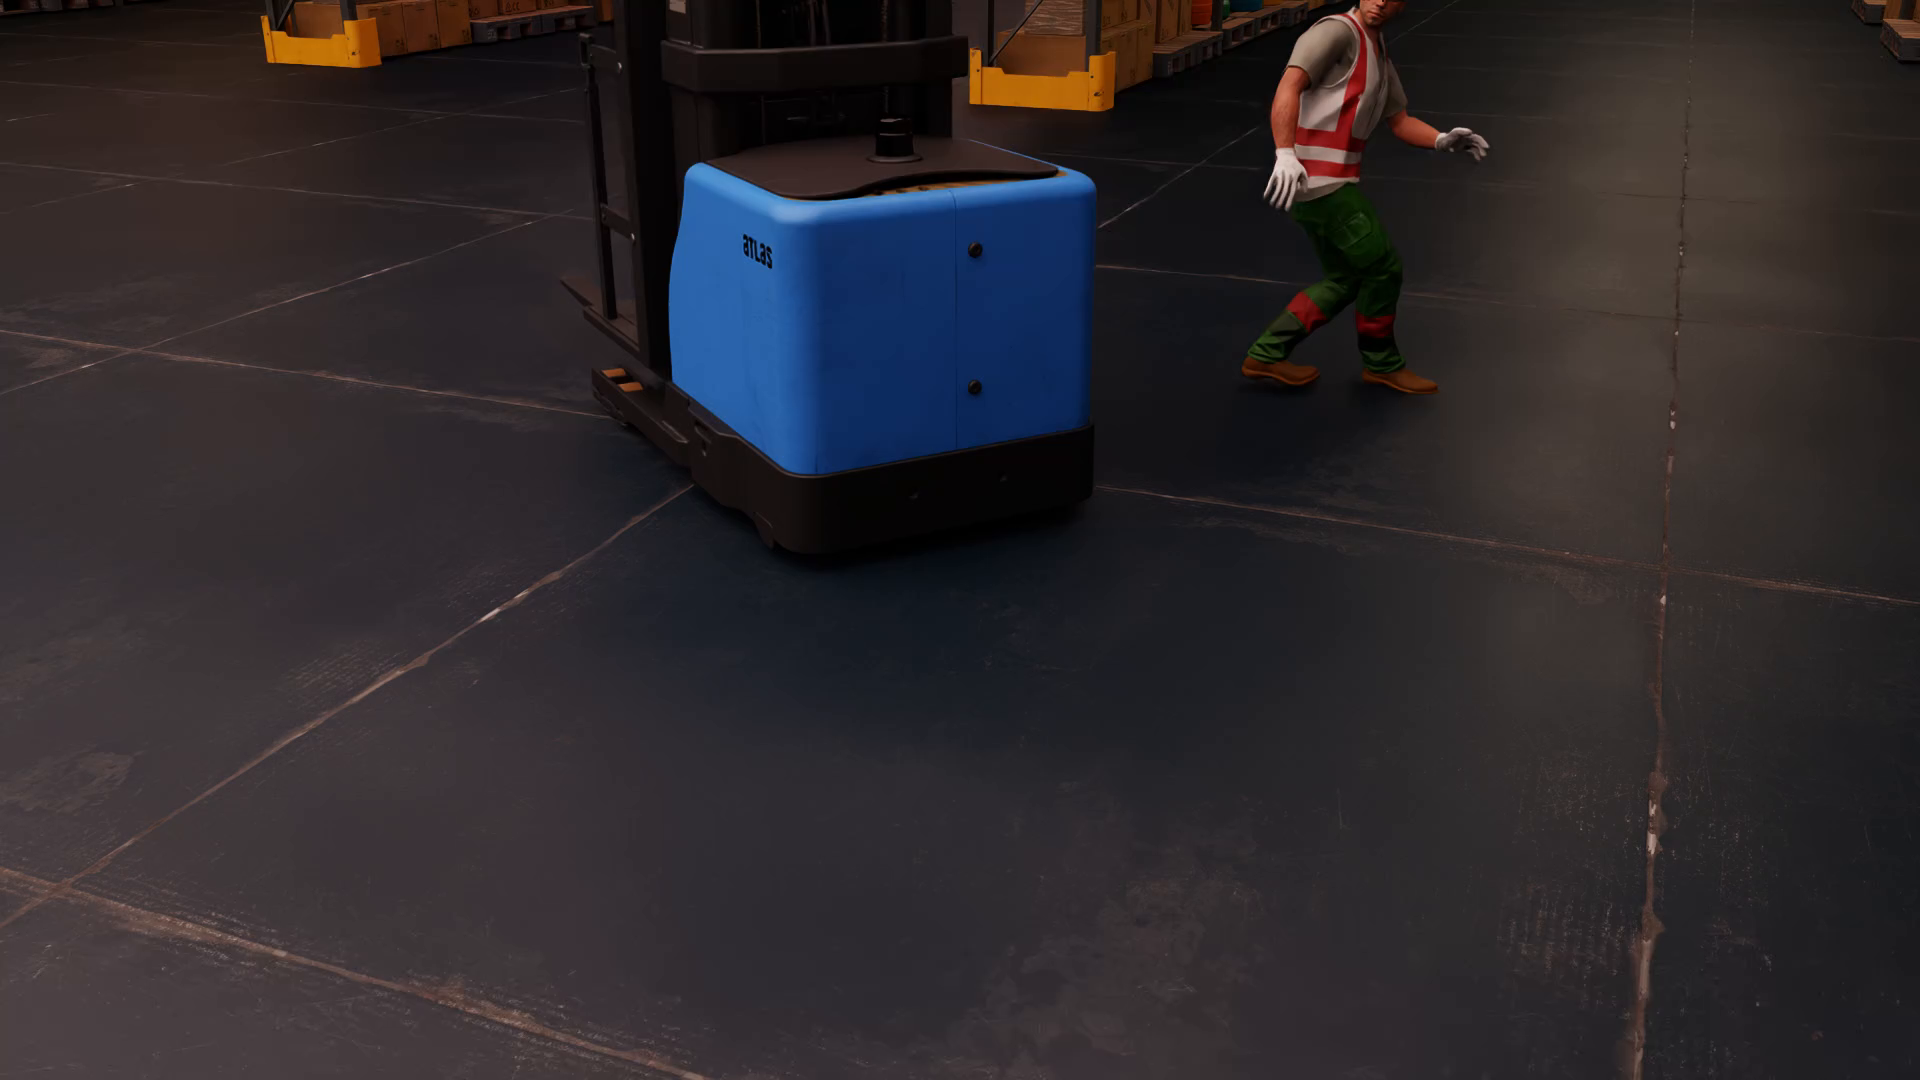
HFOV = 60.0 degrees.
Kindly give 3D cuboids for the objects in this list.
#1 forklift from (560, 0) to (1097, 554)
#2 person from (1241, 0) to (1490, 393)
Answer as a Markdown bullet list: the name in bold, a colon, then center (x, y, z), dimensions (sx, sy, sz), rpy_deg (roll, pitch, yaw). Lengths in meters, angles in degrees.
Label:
- **forklift**: center (-0.724, -1.838, 5.691), dimensions (1.130, 2.935, 3.031), rpy_deg (-12, 25, -26)
- **person**: center (1.493, -1.293, 6.088), dimensions (0.832, 1.650, 0.821), rpy_deg (6, 23, 14)
